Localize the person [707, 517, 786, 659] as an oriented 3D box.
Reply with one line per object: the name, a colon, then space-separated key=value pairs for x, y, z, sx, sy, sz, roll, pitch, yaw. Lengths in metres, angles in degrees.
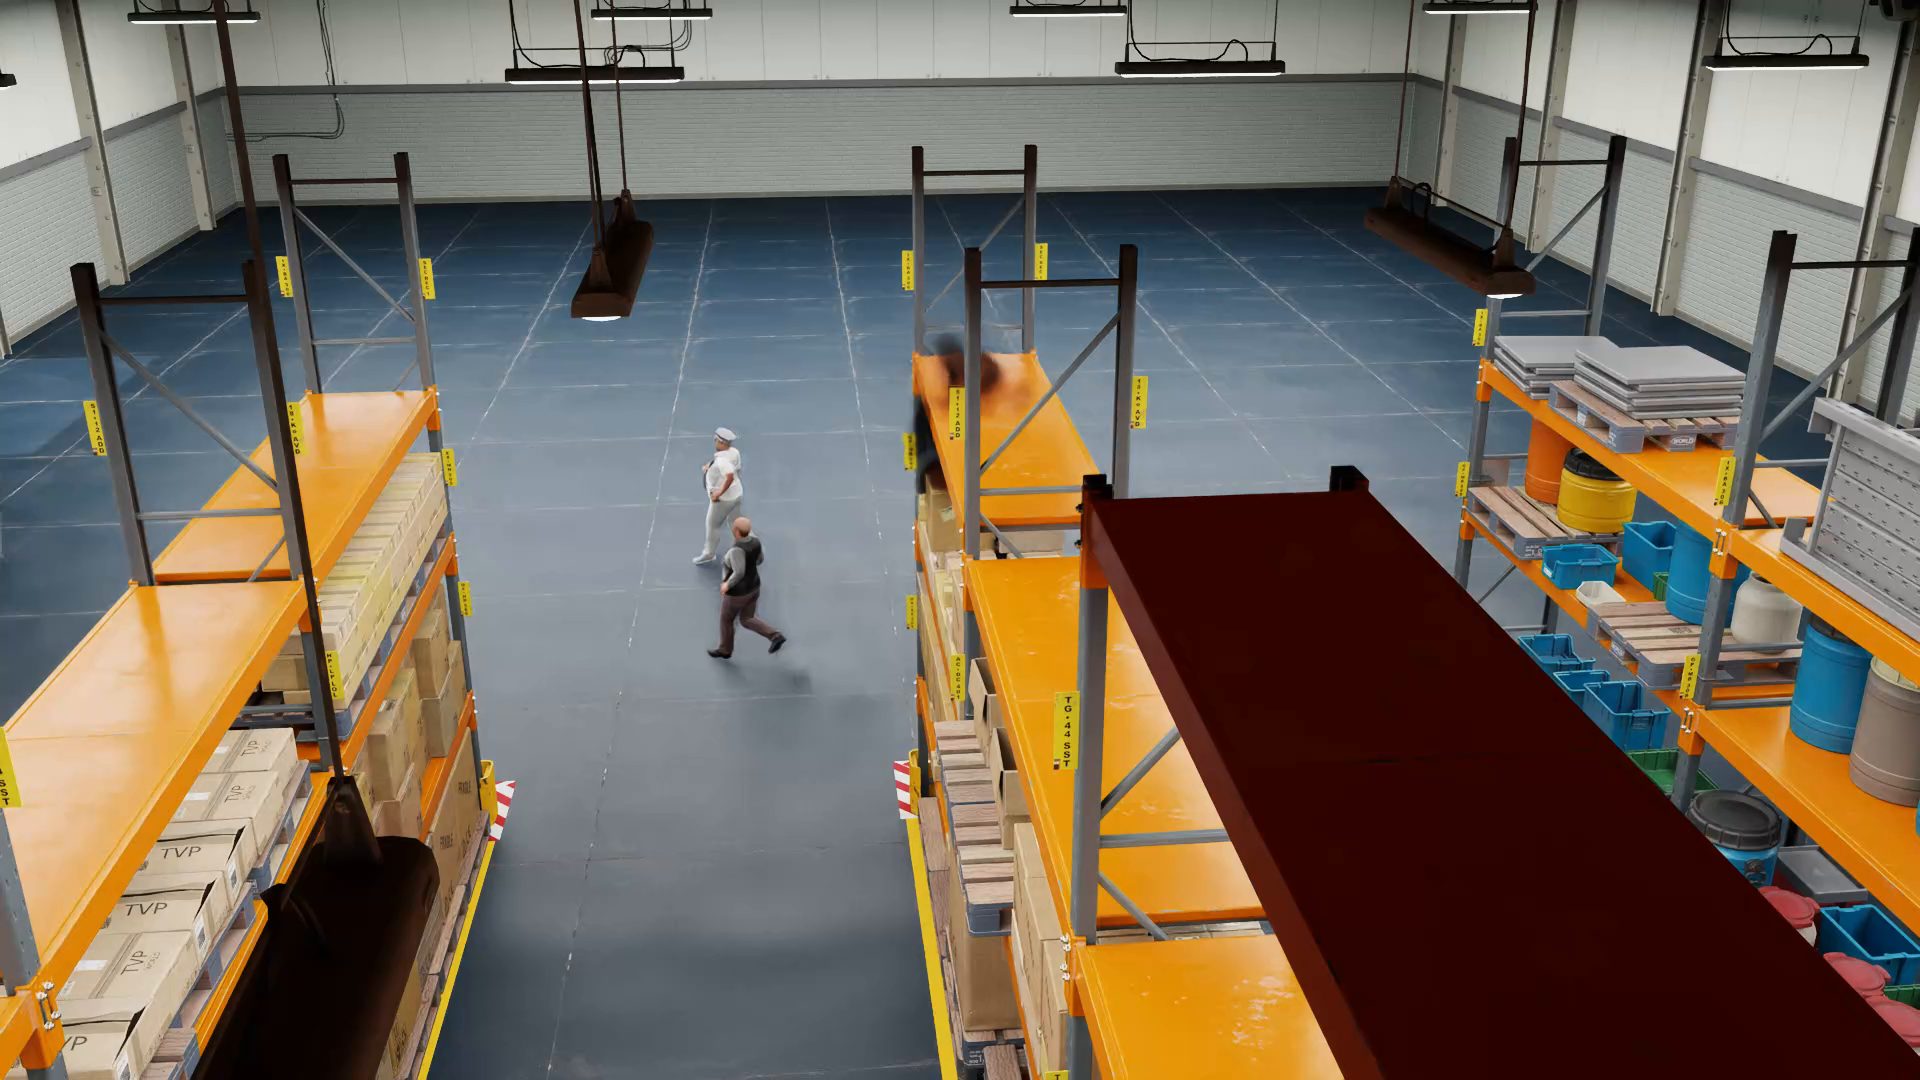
person: x=-2.364 y=0.551 z=17.945 sx=0.971 sy=1.689 sz=0.676 roll=12 pitch=24 yaw=27

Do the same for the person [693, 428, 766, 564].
person: x=-2.895 y=-0.523 z=20.500 sx=0.945 sy=1.791 sz=0.659 roll=9 pitch=23 yaw=21
